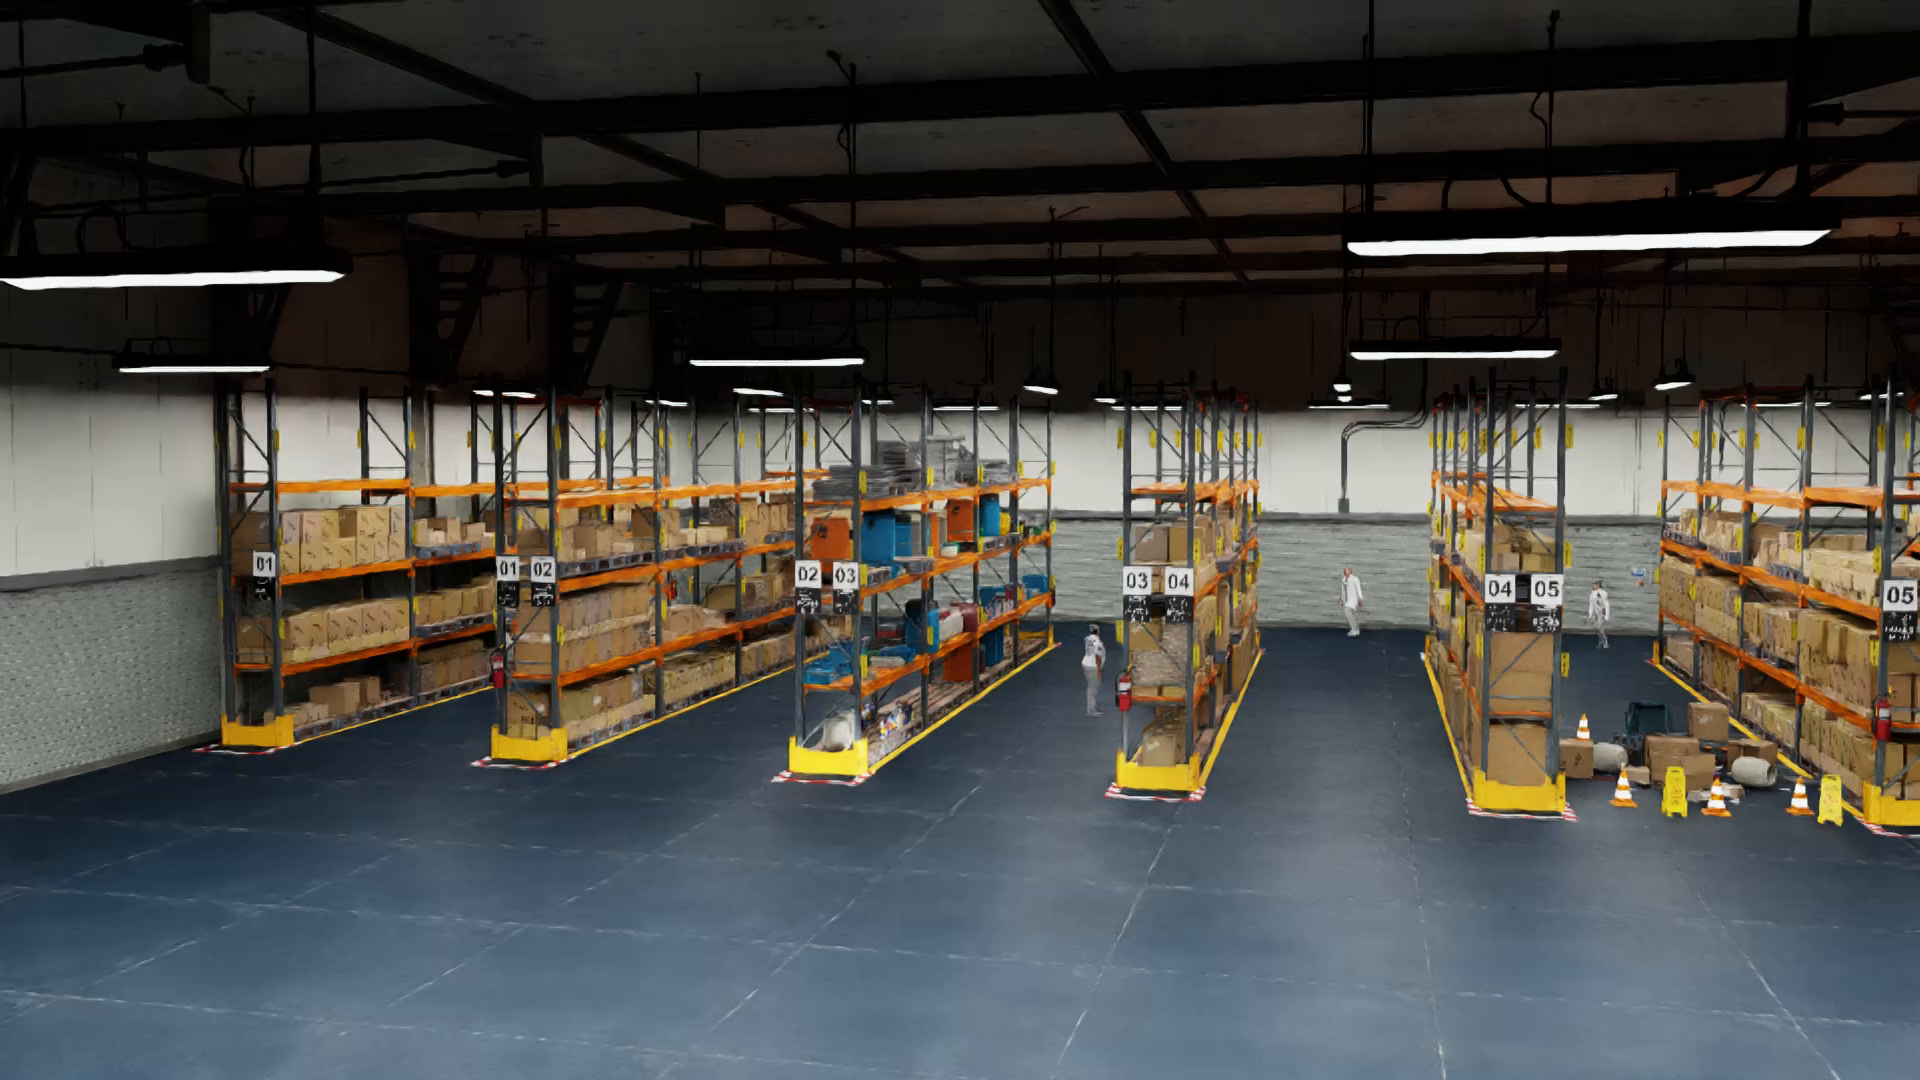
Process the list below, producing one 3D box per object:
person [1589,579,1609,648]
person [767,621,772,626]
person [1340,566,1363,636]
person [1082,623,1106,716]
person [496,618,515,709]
[{"bbox_3d":[15.357,1.770,39.952,0.406,1.658,0.576,-2,4,-24],"label":"person"},{"bbox_3d":[-5.042,1.586,42.978,0.462,1.676,0.576,3,4,37],"label":"person"},{"bbox_3d":[10.037,1.547,42.648,0.538,1.756,0.679,-1,4,-23],"label":"person"},{"bbox_3d":[2.466,2.341,30.340,0.449,1.668,0.530,-1,4,-17],"label":"person"},{"bbox_3d":[-8.418,2.296,30.918,0.440,1.683,0.552,-1,4,-15],"label":"person"}]
